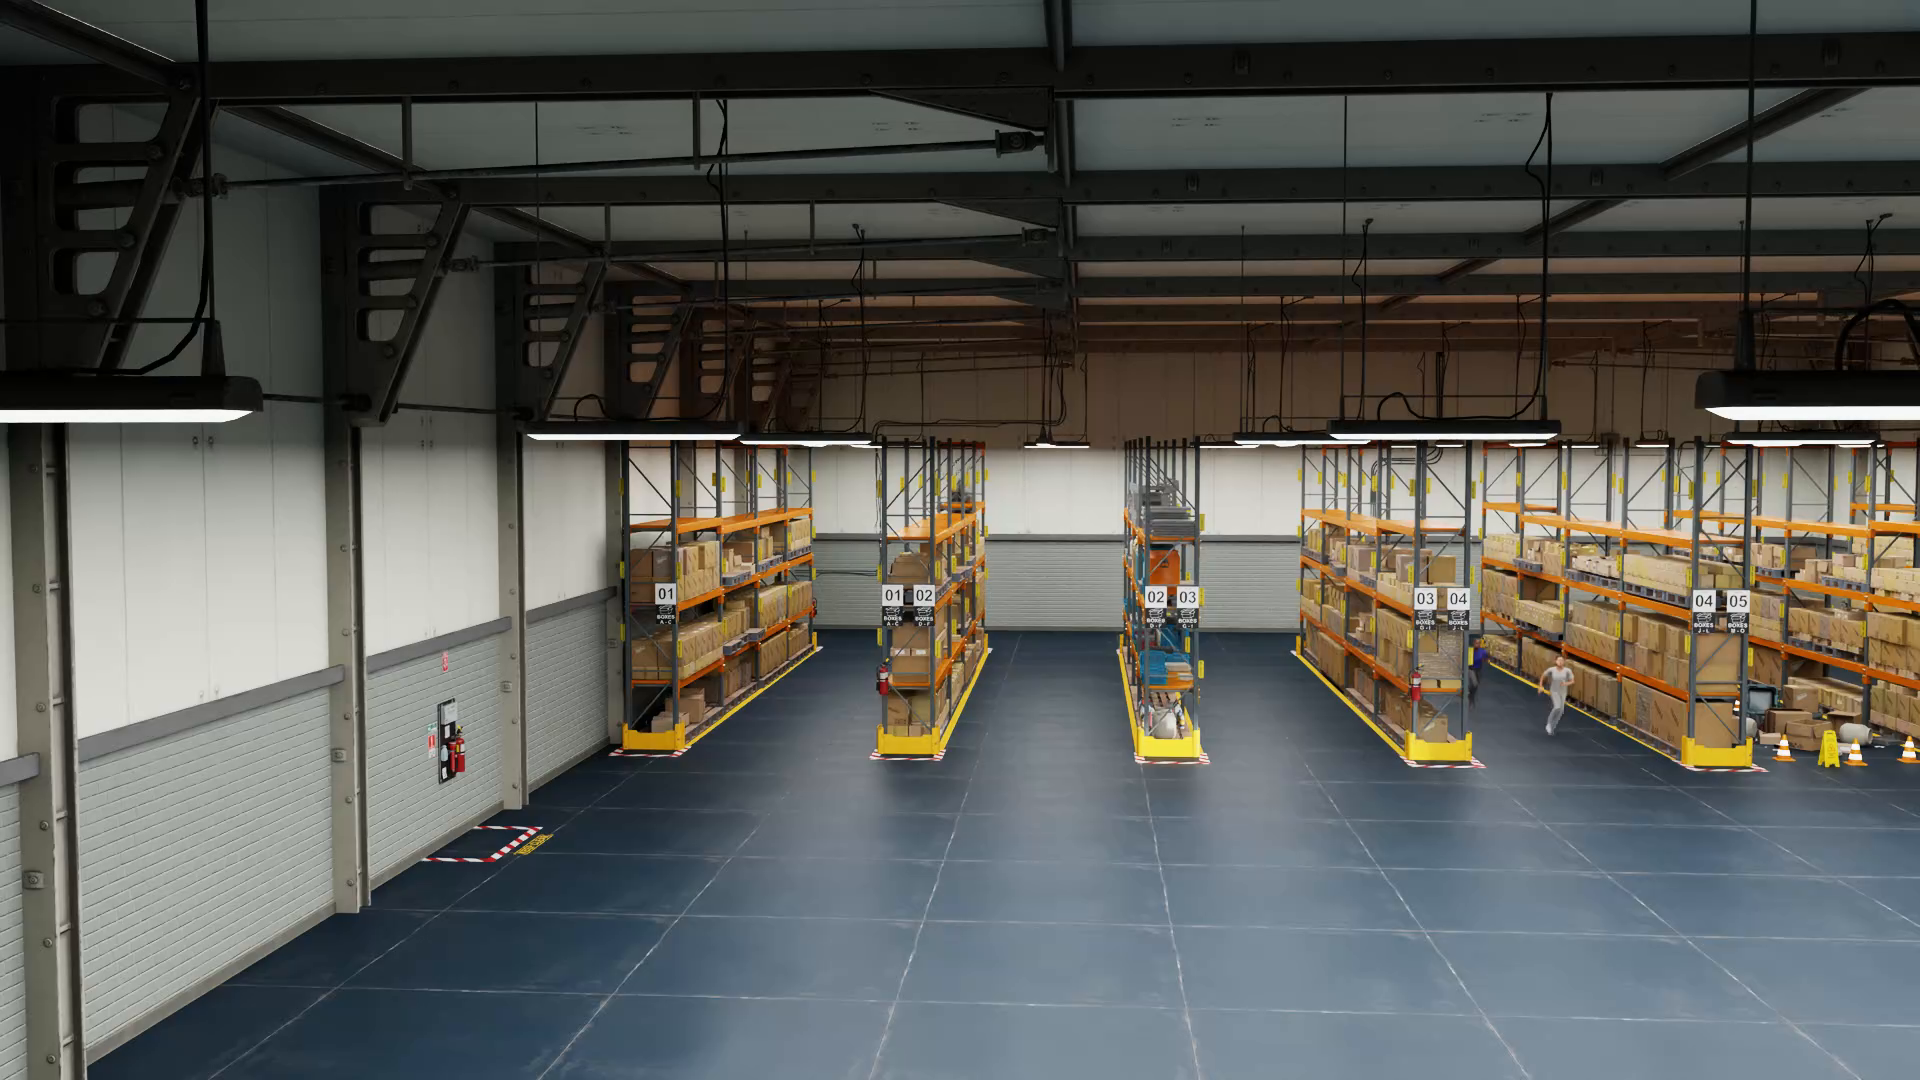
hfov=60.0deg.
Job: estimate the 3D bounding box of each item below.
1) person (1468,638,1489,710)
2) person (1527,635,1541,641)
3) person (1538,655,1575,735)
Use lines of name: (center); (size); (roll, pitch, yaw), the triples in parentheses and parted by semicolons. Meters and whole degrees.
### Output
person: (11.362, 2.944, 36.790); (0.566, 1.601, 0.882); (0, 3, -5)
person: (16.340, 2.321, 47.397); (0.670, 1.727, 0.710); (0, 3, 6)
person: (12.029, 3.119, 33.480); (0.637, 1.627, 0.591); (0, 3, 1)
